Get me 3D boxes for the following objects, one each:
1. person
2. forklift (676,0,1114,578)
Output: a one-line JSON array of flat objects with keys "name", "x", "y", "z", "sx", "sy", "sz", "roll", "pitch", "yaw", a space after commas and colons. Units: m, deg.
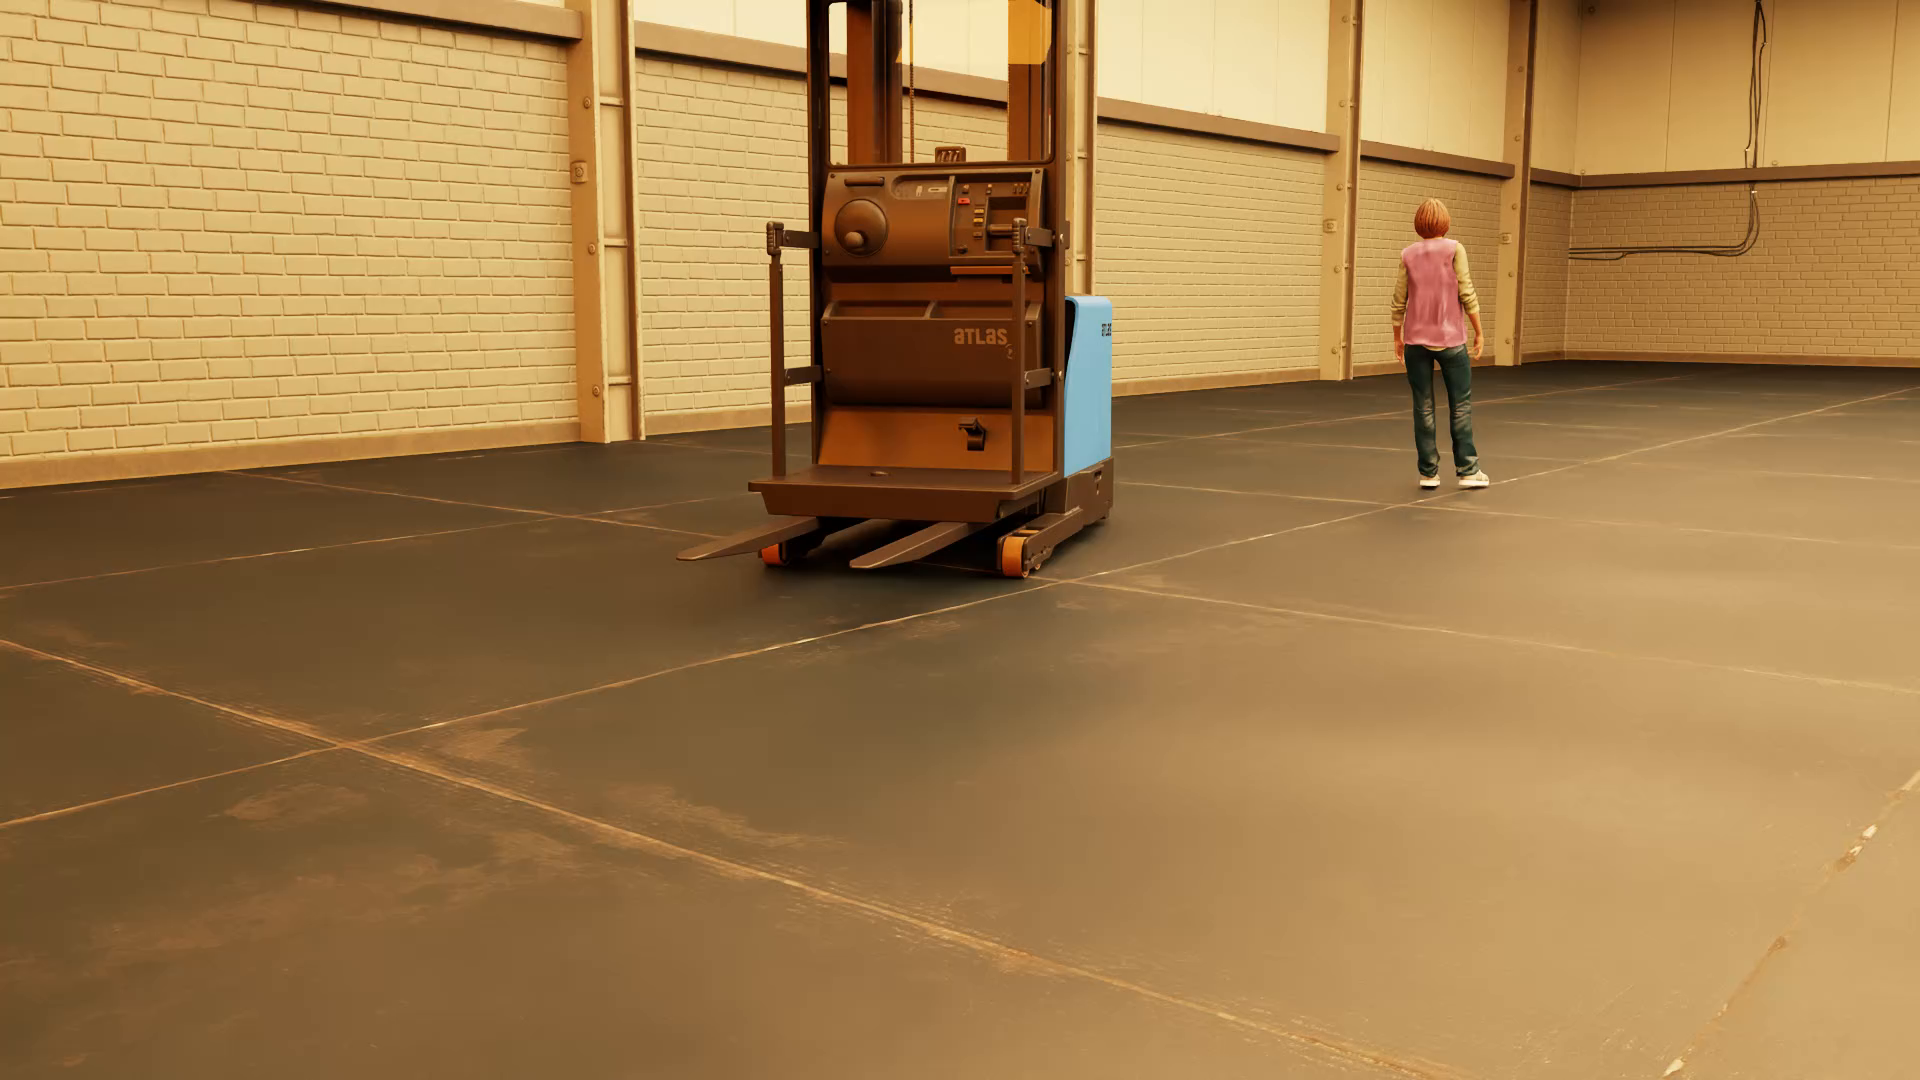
[{"name": "person", "x": 2.692, "y": -1.092, "z": 9.313, "sx": 0.519, "sy": 1.594, "sz": 0.474, "roll": 5, "pitch": 10, "yaw": 31}, {"name": "forklift", "x": -0.176, "y": -1.366, "z": 6.616, "sx": 1.130, "sy": 2.935, "sz": 3.031, "roll": 3, "pitch": 9, "yaw": 17}]
